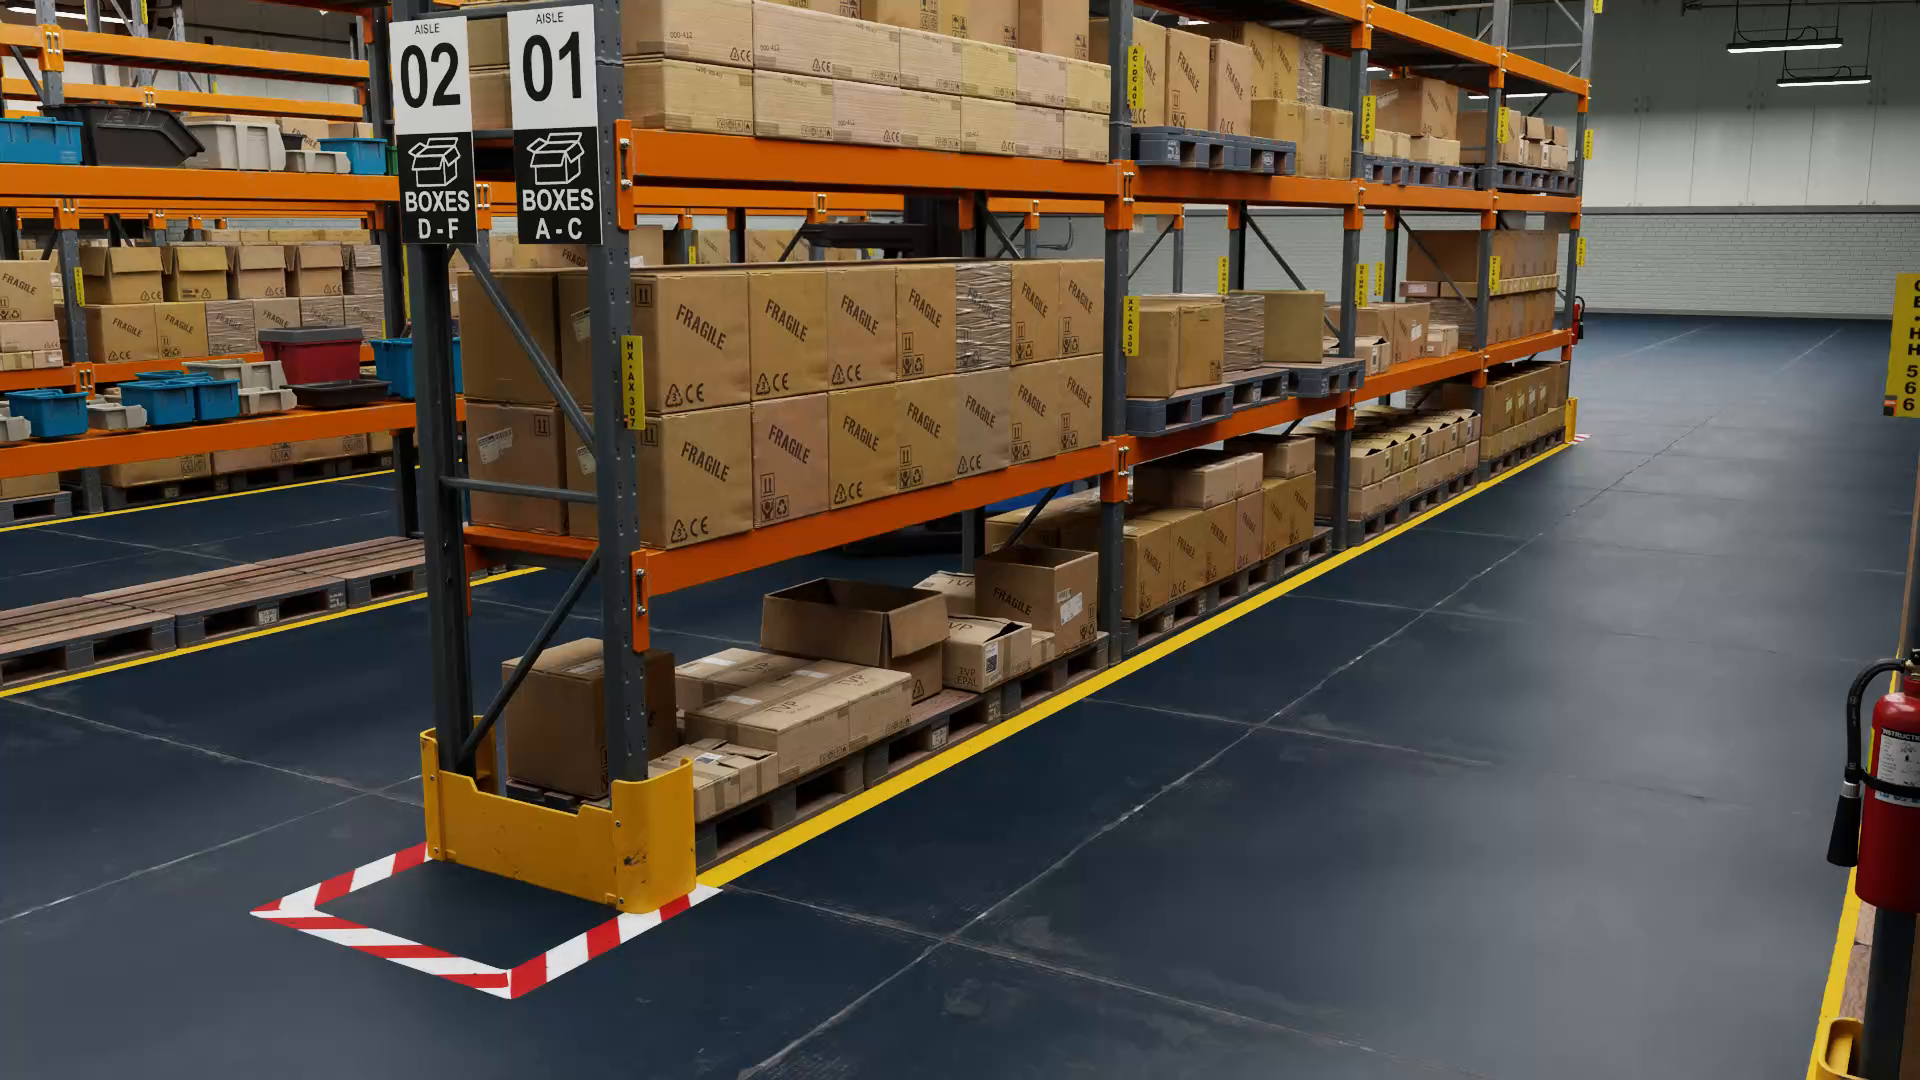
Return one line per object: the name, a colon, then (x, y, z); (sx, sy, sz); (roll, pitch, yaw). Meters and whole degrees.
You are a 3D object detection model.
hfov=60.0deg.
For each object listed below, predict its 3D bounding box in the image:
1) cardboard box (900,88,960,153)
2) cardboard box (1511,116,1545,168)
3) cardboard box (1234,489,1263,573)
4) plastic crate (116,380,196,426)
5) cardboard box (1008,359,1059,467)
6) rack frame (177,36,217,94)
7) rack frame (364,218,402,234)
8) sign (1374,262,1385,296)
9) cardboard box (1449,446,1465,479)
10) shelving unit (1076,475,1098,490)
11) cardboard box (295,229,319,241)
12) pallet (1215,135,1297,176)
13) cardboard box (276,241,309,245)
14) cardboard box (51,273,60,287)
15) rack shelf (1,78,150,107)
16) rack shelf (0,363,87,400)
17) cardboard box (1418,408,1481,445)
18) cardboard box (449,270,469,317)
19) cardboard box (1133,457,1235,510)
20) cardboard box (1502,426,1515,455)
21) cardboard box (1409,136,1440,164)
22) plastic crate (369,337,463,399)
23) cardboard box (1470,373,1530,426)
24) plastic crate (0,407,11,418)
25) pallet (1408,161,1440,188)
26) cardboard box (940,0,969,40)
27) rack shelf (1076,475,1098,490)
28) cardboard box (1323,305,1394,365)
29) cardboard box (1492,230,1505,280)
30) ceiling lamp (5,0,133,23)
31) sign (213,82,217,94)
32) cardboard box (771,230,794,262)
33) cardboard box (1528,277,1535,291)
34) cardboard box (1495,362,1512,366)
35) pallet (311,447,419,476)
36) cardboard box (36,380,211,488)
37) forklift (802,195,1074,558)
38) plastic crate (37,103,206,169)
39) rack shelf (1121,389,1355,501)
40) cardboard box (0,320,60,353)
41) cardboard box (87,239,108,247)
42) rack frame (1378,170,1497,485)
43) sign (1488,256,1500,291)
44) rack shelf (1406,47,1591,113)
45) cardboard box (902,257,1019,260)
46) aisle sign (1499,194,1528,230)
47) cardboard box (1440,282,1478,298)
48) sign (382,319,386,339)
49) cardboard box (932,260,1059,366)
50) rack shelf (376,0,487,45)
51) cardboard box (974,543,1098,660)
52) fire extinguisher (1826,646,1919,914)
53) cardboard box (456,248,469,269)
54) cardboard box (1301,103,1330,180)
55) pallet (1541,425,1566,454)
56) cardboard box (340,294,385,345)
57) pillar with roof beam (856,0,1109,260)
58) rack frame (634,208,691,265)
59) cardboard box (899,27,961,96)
cardboard box: (-0.338, -1.867, 7.445); (0.500, 0.250, 0.500); (6, 12, 31)
cardboard box: (5.588, -4.109, 17.211); (0.797, 0.503, 0.637); (8, 13, 37)
cardboard box: (1.727, -0.086, 11.274); (0.500, 0.500, 0.500); (6, 12, 29)
plastic crate: (-4.744, -0.810, 9.835); (0.416, 0.233, 0.300); (6, 12, 31)
cardboard box: (0.165, -0.668, 8.515); (0.500, 0.500, 0.500); (7, 13, 32)
rack frame: (-14.477, -8.007, 31.683); (1.000, 3.000, 0.127); (6, 12, 31)
rack frame: (-10.233, -4.584, 29.705); (1.000, 3.000, 0.127); (6, 12, 31)
sign: (4.150, -2.579, 16.424); (0.100, 0.325, 0.005); (6, 12, 31)
cardboard box: (4.393, -0.744, 15.523); (0.500, 0.250, 0.500); (6, 12, 30)
shelving unit: (0.942, -1.189, 14.013); (0.431, 2.100, 0.503); (0, 11, -1)
cardboard box: (-11.135, -4.936, 27.785); (0.700, 0.500, 0.500); (6, 12, 30)
pallet: (1.406, -2.445, 10.635); (1.213, 0.211, 1.003); (6, 12, 31)
cardboard box: (-9.071, -3.720, 22.101); (0.700, 0.500, 0.500); (6, 12, 30)
cardboard box: (-10.500, -2.964, 18.972); (0.380, 0.149, 0.250); (6, 12, 31)
rack shelf: (-11.142, -4.953, 18.414); (1.077, 0.370, 4.000); (6, 12, 31)
rack shelf: (-9.032, -1.082, 12.953); (1.077, 0.370, 4.000); (6, 12, 31)
cardboard box: (4.659, -1.101, 15.905); (0.500, 0.311, 0.500); (6, 12, 31)
cardboard box: (-5.670, -2.724, 18.353); (0.500, 0.500, 0.500); (5, 12, 24)
cardboard box: (1.450, -0.370, 10.751); (0.500, 0.250, 0.500); (6, 12, 31)
cardboard box: (5.389, -1.039, 17.096); (0.500, 0.250, 0.500); (6, 12, 31)
cardboard box: (4.014, -3.486, 14.953); (0.500, 0.250, 0.500); (5, 12, 25)
plastic crate: (-3.711, -1.193, 11.469); (0.392, 0.384, 0.575); (6, 12, 31)
cardboard box: (5.652, -1.485, 17.444); (0.500, 0.500, 0.500); (6, 12, 31)
plastic crate: (-5.568, -0.694, 9.475); (0.396, 0.136, 0.243); (6, 12, 31)
pallet: (3.402, -3.105, 14.167); (1.003, 0.211, 1.213); (7, 13, 33)
cardboard box: (-0.384, -2.594, 7.932); (0.700, 0.500, 0.500); (6, 12, 31)
rack shelf: (0.942, -0.487, 14.145); (0.431, 0.518, 0.480); (0, 11, -1)
cardboard box: (3.405, -1.747, 14.278); (0.500, 0.500, 0.500); (6, 12, 28)
cardboard box: (5.111, -2.898, 16.902); (0.700, 0.500, 0.500); (6, 12, 31)
ceiling lamp: (-14.604, -10.059, 26.780); (0.800, 3.185, 2.000); (6, 12, 31)
sign: (-14.021, -8.451, 31.301); (0.100, 0.325, 0.005); (6, 12, 31)
cardboard box: (-2.621, -3.979, 22.674); (0.500, 0.500, 0.500); (6, 12, 31)
cardboard box: (5.995, -2.777, 18.014); (0.380, 0.149, 0.250); (7, 13, 32)
cardboard box: (5.975, -1.772, 18.977); (0.500, 0.500, 0.500); (6, 12, 31)
pallet: (-6.390, -0.892, 17.560); (1.003, 0.211, 1.213); (6, 12, 31)
cardboard box: (-7.678, -1.015, 15.272); (1.225, 0.875, 0.875); (6, 12, 31)
forklift: (-0.668, -1.412, 12.944); (3.031, 2.935, 1.130); (-3, 11, -14)
plastic crate: (-4.809, -2.306, 9.552); (0.504, 0.338, 0.767); (6, 12, 31)
rack shelf: (1.510, -0.764, 11.255); (1.077, 0.370, 4.000); (6, 12, 31)
cardboard box: (-7.998, -1.728, 14.049); (0.500, 0.250, 0.500); (6, 12, 30)
cardboard box: (-12.825, -4.427, 24.879); (0.380, 0.149, 0.250); (6, 12, 28)
rack frame: (4.625, -2.062, 16.229); (1.000, 3.000, 0.127); (6, 12, 31)
sign: (5.094, -2.541, 15.861); (0.100, 0.325, 0.005); (6, 12, 31)
rack shelf: (5.663, -4.775, 17.460); (1.077, 0.370, 4.000); (6, 12, 31)
cardboard box: (-0.014, -1.297, 9.155); (0.500, 0.500, 0.500); (7, 13, 32)
aisle sign: (6.474, -4.008, 19.562); (0.394, 0.787, 0.004); (6, 12, 31)
cardboard box: (4.930, -2.453, 16.287); (0.380, 0.149, 0.250); (6, 12, 31)
sign: (-4.229, -1.466, 12.296); (0.100, 0.325, 0.005); (6, 12, 31)
cardboard box: (0.166, -1.159, 8.419); (0.500, 0.500, 0.500); (6, 12, 30)
rack shelf: (-2.722, -3.990, 13.271); (1.077, 0.370, 4.000); (6, 12, 31)
cardboard box: (0.418, 0.326, 9.075); (0.500, 0.500, 0.500); (6, 12, 31)
fire extinguisher: (2.158, 0.499, 3.774); (0.296, 0.674, 0.183); (6, 12, 31)
cardboard box: (-7.619, -4.255, 24.604); (0.875, 0.550, 0.550); (6, 12, 31)
cardboard box: (2.086, -2.804, 11.771); (0.910, 0.500, 0.500); (6, 12, 31)
pallet: (6.340, -1.196, 19.182); (1.003, 0.211, 1.213); (6, 12, 31)
cardboard box: (-6.225, -2.249, 16.961); (0.500, 0.500, 0.500); (6, 12, 30)
pillar with roof beam: (0.531, -11.347, 49.523); (9.100, 9.000, 0.548); (6, 12, 31)
rack frame: (-3.840, -3.009, 21.288); (1.000, 3.000, 0.127); (6, 12, 31)
cardboard box: (-0.333, -2.112, 7.396); (0.500, 0.250, 0.500); (6, 12, 31)
